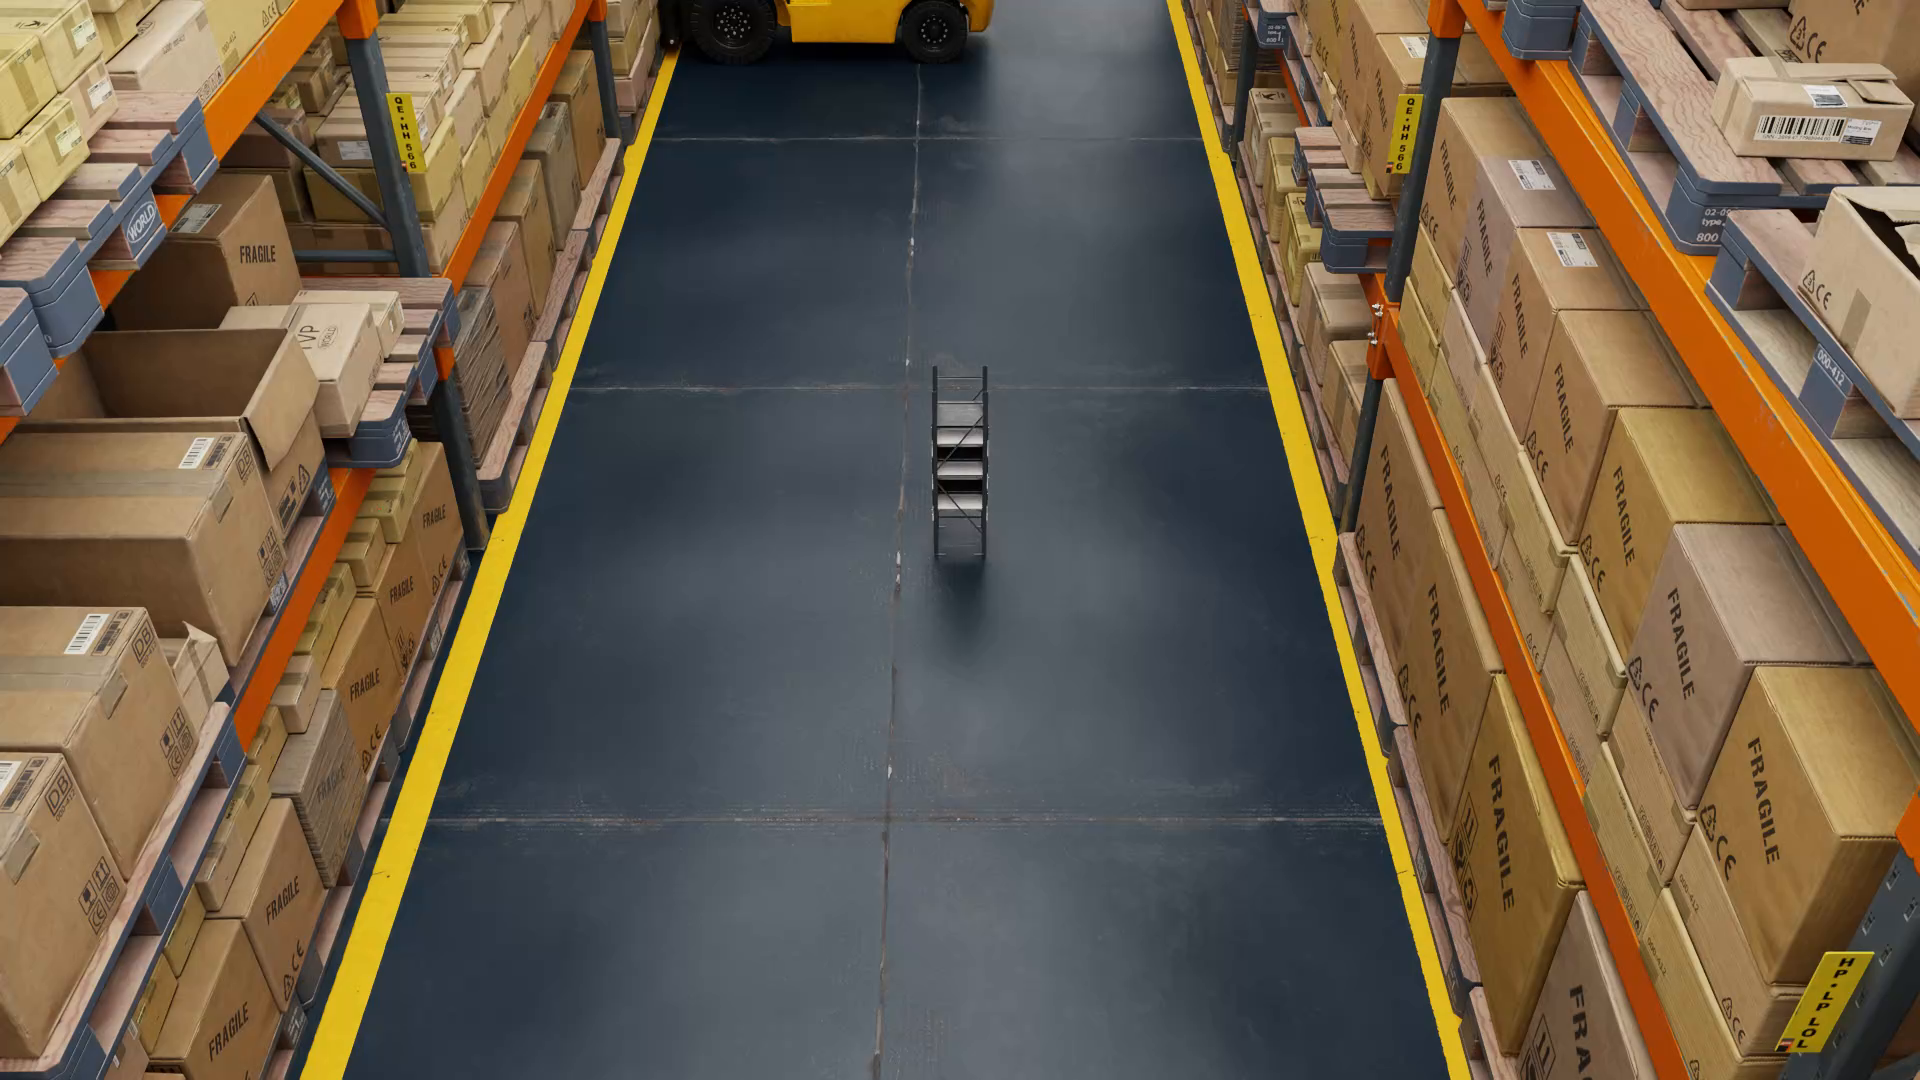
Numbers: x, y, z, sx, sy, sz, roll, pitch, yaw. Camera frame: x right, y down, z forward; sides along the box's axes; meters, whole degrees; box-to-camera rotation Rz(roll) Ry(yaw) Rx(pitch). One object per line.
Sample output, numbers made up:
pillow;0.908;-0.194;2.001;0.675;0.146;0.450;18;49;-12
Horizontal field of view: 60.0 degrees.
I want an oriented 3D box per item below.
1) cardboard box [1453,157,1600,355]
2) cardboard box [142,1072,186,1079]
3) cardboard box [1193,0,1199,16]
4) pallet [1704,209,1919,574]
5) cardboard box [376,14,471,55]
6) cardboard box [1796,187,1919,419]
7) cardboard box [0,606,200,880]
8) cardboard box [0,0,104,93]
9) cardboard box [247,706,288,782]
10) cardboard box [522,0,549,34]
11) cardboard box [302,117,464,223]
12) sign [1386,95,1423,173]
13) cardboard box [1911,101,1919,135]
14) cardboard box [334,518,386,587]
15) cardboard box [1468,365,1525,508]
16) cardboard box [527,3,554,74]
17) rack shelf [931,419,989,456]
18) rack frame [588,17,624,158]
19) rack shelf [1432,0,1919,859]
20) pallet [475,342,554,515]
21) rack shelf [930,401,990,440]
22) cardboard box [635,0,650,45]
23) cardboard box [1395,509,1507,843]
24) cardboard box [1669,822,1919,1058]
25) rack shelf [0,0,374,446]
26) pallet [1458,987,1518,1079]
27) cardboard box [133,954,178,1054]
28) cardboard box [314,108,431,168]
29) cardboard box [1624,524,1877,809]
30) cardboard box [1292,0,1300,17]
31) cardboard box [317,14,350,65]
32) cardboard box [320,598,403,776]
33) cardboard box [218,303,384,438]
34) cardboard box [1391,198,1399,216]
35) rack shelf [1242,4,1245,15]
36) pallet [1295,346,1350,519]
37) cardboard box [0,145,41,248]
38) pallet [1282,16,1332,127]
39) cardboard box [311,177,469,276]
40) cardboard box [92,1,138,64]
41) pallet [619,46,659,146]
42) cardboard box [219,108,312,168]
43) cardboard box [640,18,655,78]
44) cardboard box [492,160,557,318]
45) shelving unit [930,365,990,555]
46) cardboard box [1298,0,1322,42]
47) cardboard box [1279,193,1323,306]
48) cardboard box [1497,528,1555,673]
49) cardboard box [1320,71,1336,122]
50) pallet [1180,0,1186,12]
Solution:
cardboard box;2.036;-0.969;5.681;0.500;0.500;0.500;0;39;0
cardboard box;-2.465;1.858;4.696;0.500;0.500;0.500;2;39;2
cardboard box;1.991;-4.087;12.314;0.500;0.250;0.500;2;39;3
pallet;2.224;-0.326;3.513;0.805;0.209;1.217;-1;39;-2
cardboard box;-2.471;-2.292;7.613;0.380;0.149;0.250;0;39;0
cardboard box;2.063;-0.508;3.322;0.500;0.311;0.500;0;39;0
cardboard box;-2.467;0.519;4.287;0.700;0.500;0.500;0;39;0
cardboard box;-2.312;-1.193;3.988;0.380;0.149;0.250;0;39;0
cardboard box;-2.518;0.697;5.625;0.380;0.149;0.250;0;39;0
cardboard box;-2.440;-2.842;8.618;0.500;0.250;0.500;1;39;1
cardboard box;-2.426;-1.567;7.027;0.500;0.250;0.500;0;39;0
sign;1.727;-1.573;6.452;0.100;0.325;0.005;0;39;0
cardboard box;2.622;-1.082;4.074;0.396;0.266;0.258;3;39;4
cardboard box;-2.453;0.050;6.433;0.380;0.149;0.250;-1;39;-2
cardboard box;2.011;-0.343;5.500;0.500;0.250;0.500;0;39;0
cardboard box;-2.461;-2.656;8.785;0.500;0.250;0.500;0;39;0
rack shelf;0.000;-0.461;7.371;0.258;0.077;0.200;0;39;0
rack frame;-2.699;-3.654;9.911;1.000;3.000;0.127;0;39;0
rack shelf;2.272;-0.798;4.523;1.077;0.370;4.000;0;39;0
pallet;-2.656;-0.579;8.304;1.003;0.211;1.213;0;39;0
rack shelf;0.000;-0.531;7.314;0.258;0.077;0.200;0;39;0
cardboard box;-2.393;-3.558;11.254;0.500;0.250;0.500;0;39;0
cardboard box;2.184;0.497;6.095;0.875;0.875;0.875;0;39;1
cardboard box;2.030;0.931;3.910;0.500;0.250;0.500;0;39;0
rack shelf;-2.692;-0.792;4.516;1.077;0.370;4.000;0;39;0
pallet;2.198;1.949;5.150;1.003;0.211;1.213;0;39;0
cardboard box;-2.513;1.349;4.812;0.380;0.149;0.250;-2;39;-2
cardboard box;-2.400;-1.644;6.804;0.380;0.149;0.250;1;39;1
cardboard box;2.014;0.311;4.084;0.500;0.500;0.500;1;39;1
cardboard box;1.976;-2.886;8.817;0.380;0.149;0.250;1;39;1
cardboard box;-2.941;-2.290;7.611;0.380;0.149;0.250;0;39;0
cardboard box;-2.486;0.564;6.311;0.500;0.500;0.500;2;39;2
cardboard box;-2.369;-0.598;5.882;0.500;0.250;0.500;-2;39;-2
cardboard box;2.034;-1.429;7.000;0.380;0.149;0.250;1;39;2
rack shelf;2.262;-4.630;11.704;1.077;0.370;4.000;0;39;0
pallet;2.270;-0.559;8.279;1.003;0.211;1.213;0;39;0
cardboard box;-2.296;-0.752;3.677;0.380;0.149;0.250;0;39;-1
pallet;2.226;-2.321;8.402;1.003;0.211;1.213;0;39;0
cardboard box;-2.450;-1.372;7.183;0.500;0.250;0.500;0;39;0
cardboard box;-2.478;-1.394;4.493;0.380;0.149;0.250;1;39;1
pallet;-2.658;-3.063;11.404;1.003;0.211;1.213;0;39;0
cardboard box;-2.897;-1.648;6.809;0.380;0.149;0.250;1;39;1
cardboard box;-2.384;-3.365;11.414;0.500;0.250;0.500;-1;39;-1
cardboard box;-2.691;-1.609;8.923;0.875;0.625;0.625;-2;39;-2
shelving unit;0.000;-0.346;7.462;0.258;0.900;0.210;0;39;0
cardboard box;1.978;-2.742;8.119;0.500;0.500;0.500;-2;39;-2
cardboard box;2.275;-1.586;9.096;0.950;0.372;0.625;1;39;1
cardboard box;2.035;0.164;5.267;0.500;0.250;0.500;0;39;0
cardboard box;1.909;-2.084;7.817;0.380;0.149;0.250;1;39;1
pallet;2.226;-4.518;13.218;1.003;0.211;1.213;0;39;0
